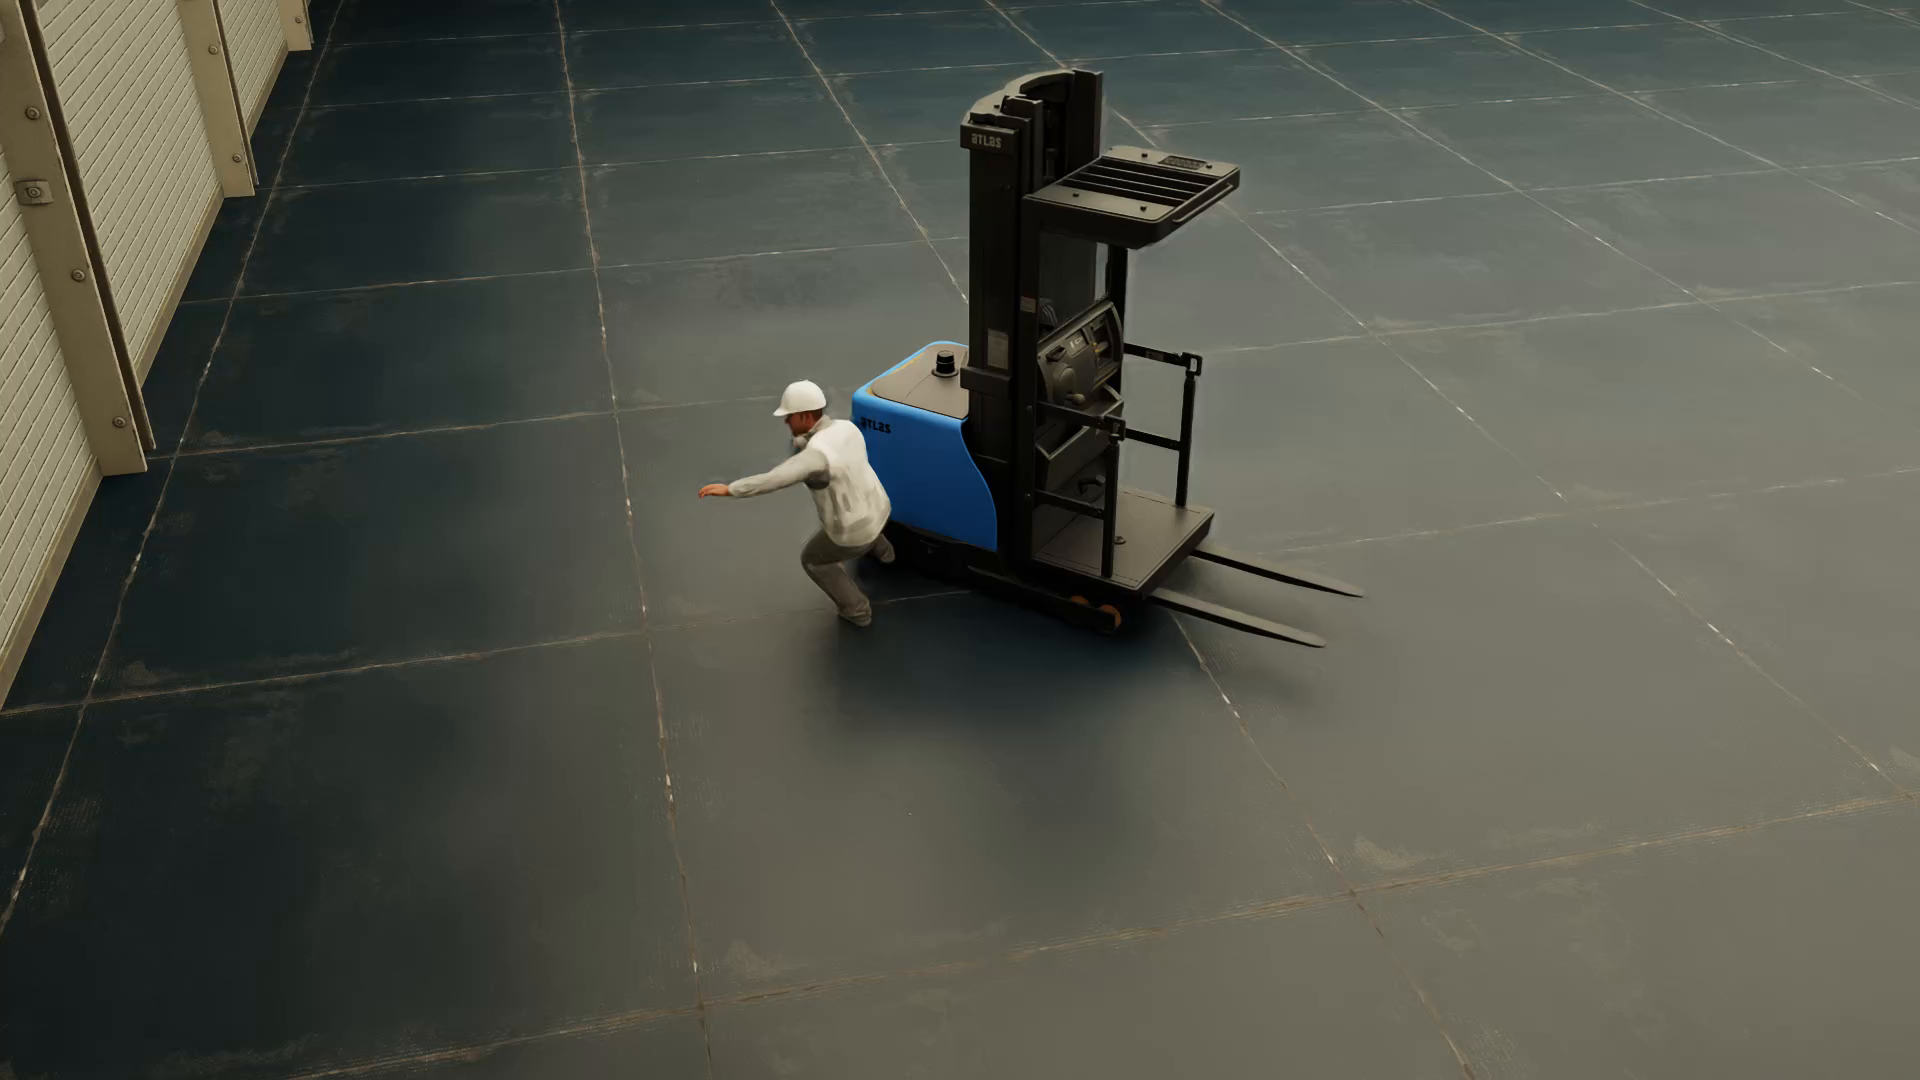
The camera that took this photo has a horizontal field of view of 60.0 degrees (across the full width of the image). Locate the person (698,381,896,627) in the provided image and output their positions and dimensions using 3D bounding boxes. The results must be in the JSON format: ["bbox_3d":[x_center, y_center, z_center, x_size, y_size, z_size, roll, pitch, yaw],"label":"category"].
[{"bbox_3d":[-0.766,-0.249,9.442,0.840,1.531,1.403,12,32,20],"label":"person"}]

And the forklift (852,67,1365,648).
[{"bbox_3d":[0.864,-1.032,9.357,3.031,2.935,1.130,17,34,27],"label":"forklift"}]
